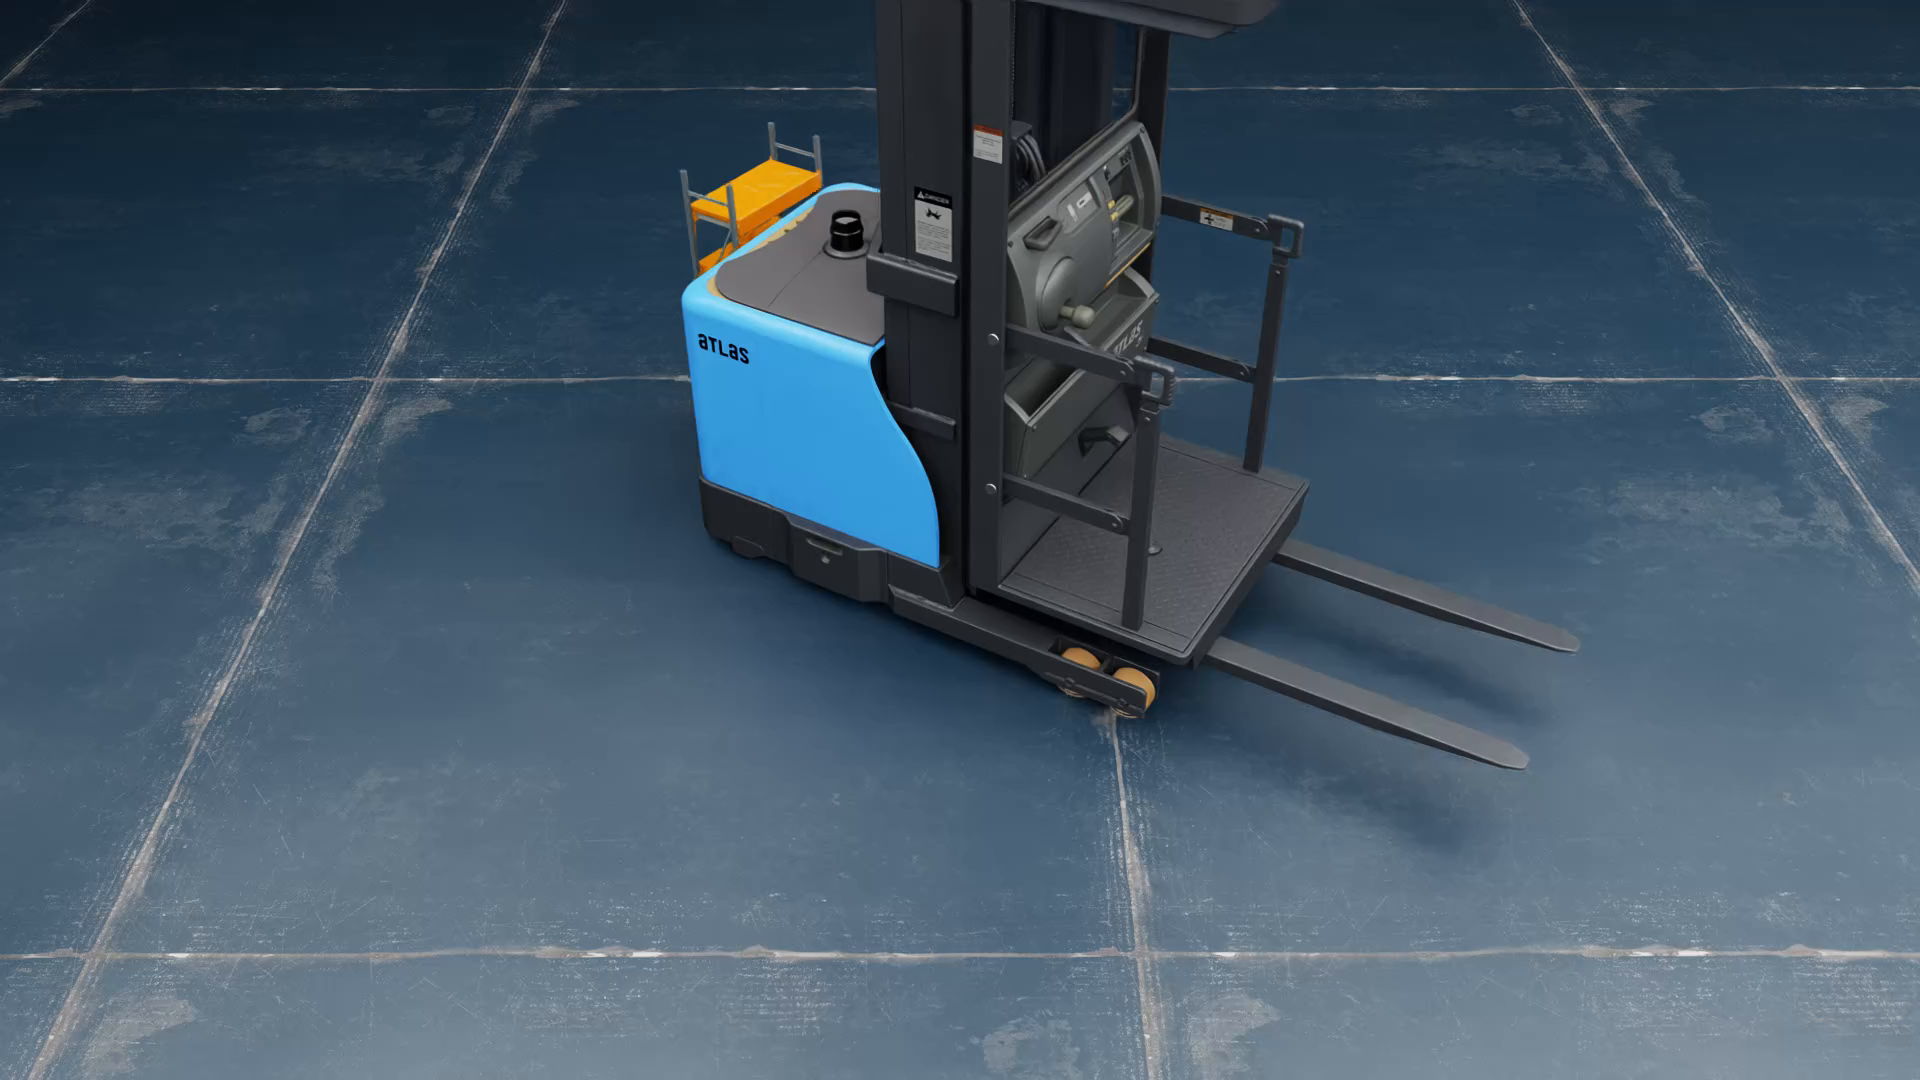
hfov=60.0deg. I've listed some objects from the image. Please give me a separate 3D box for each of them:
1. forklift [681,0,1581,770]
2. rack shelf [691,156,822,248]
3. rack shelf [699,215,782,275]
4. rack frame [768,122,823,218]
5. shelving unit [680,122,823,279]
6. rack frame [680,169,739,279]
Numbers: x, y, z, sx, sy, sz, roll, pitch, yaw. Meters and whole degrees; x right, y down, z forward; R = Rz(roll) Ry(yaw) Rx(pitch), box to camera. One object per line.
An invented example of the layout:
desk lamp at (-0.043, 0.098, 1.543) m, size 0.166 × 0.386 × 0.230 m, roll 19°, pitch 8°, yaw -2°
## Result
forklift at (0.573, -0.936, 5.074) m, size 3.031 × 2.935 × 1.130 m, roll 20°, pitch 43°, yaw 23°
rack shelf at (-0.762, -1.254, 6.221) m, size 0.258 × 0.148 × 0.480 m, roll 22°, pitch 44°, yaw 28°
rack shelf at (-0.756, -1.067, 6.366) m, size 0.258 × 0.148 × 0.480 m, roll 22°, pitch 44°, yaw 28°
rack frame at (-0.612, -1.068, 6.617) m, size 0.240 × 1.200 × 0.015 m, roll 22°, pitch 44°, yaw 28°
shelving unit at (-0.752, -0.943, 6.461) m, size 0.258 × 1.200 × 0.503 m, roll 22°, pitch 44°, yaw 28°
rack frame at (-0.893, -0.819, 6.306) m, size 0.240 × 1.200 × 0.015 m, roll 22°, pitch 44°, yaw 28°
